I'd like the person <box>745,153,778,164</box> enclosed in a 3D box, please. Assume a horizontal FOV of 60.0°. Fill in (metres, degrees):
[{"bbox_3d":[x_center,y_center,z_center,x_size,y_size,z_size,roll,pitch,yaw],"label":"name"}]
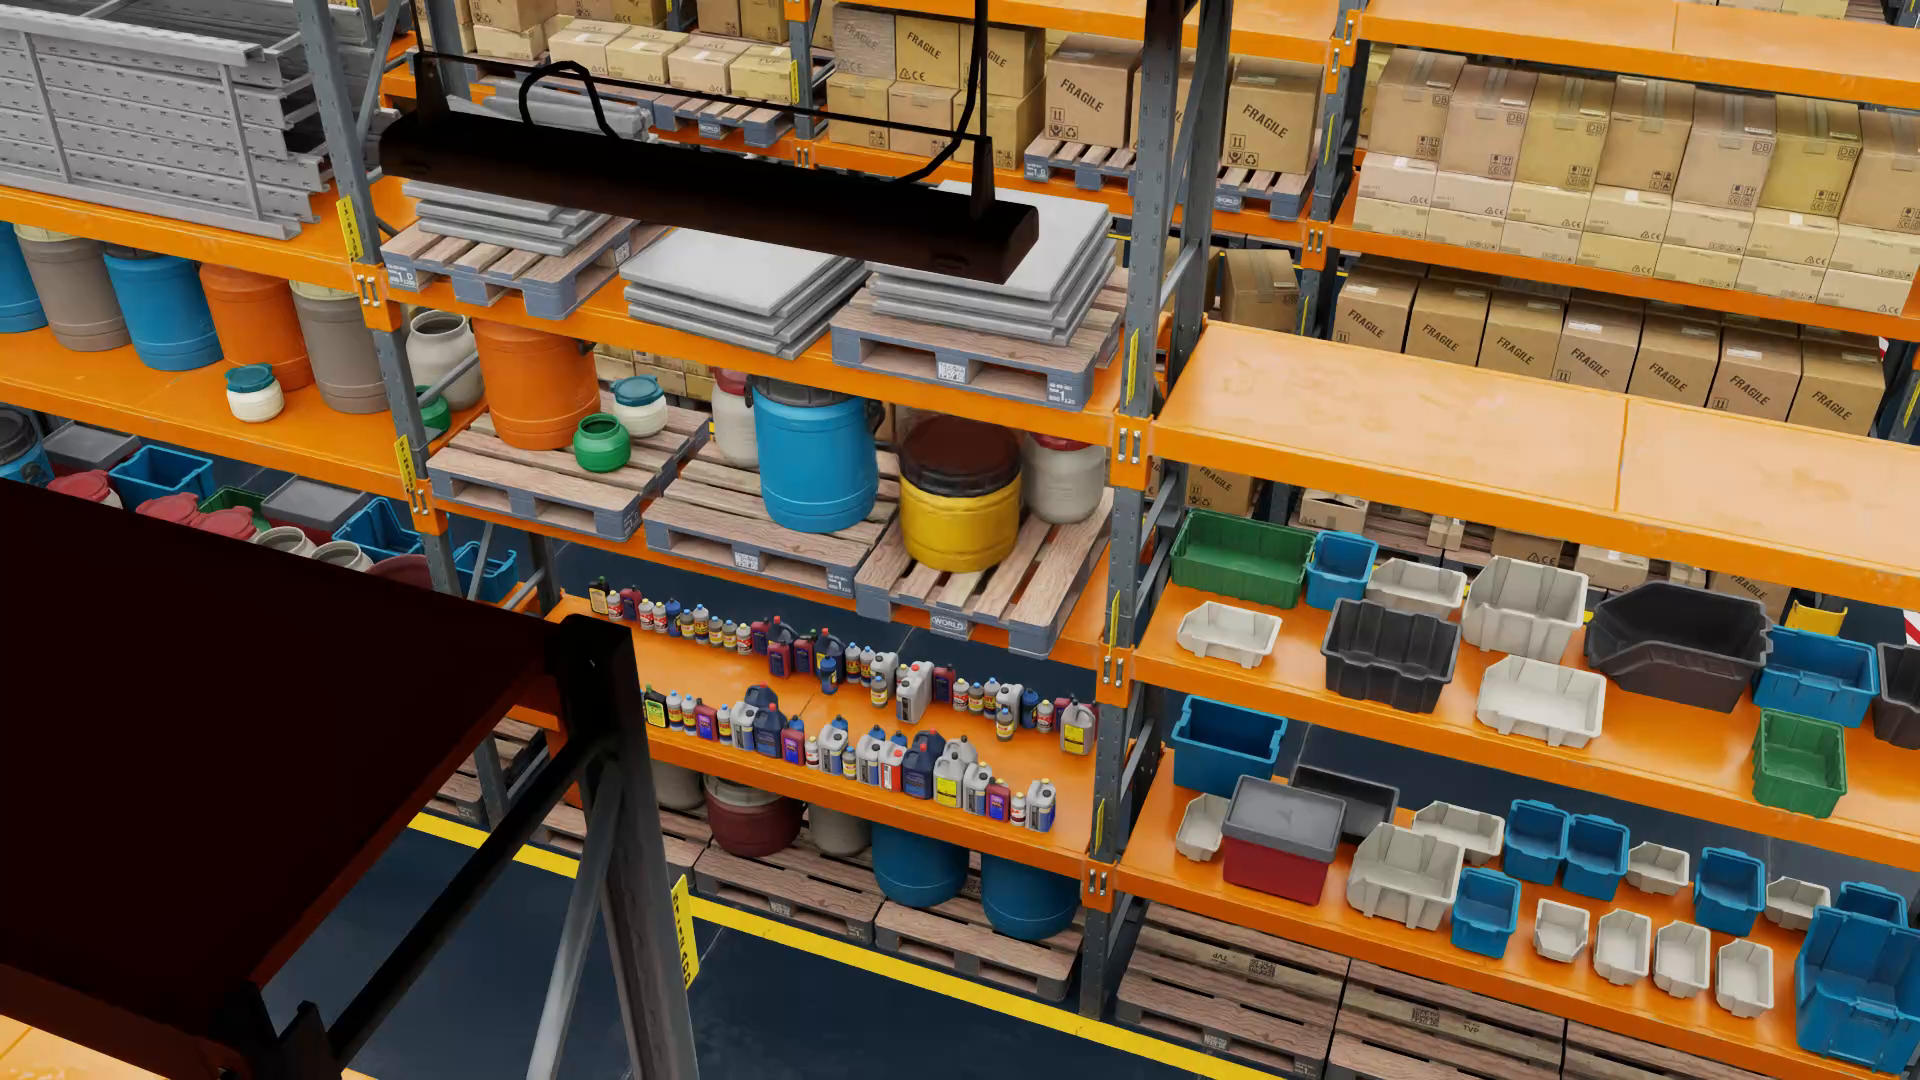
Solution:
[{"bbox_3d":[-2.175,-4.022,17.452,0.708,1.666,0.511,-4,37,-5],"label":"person"}]
